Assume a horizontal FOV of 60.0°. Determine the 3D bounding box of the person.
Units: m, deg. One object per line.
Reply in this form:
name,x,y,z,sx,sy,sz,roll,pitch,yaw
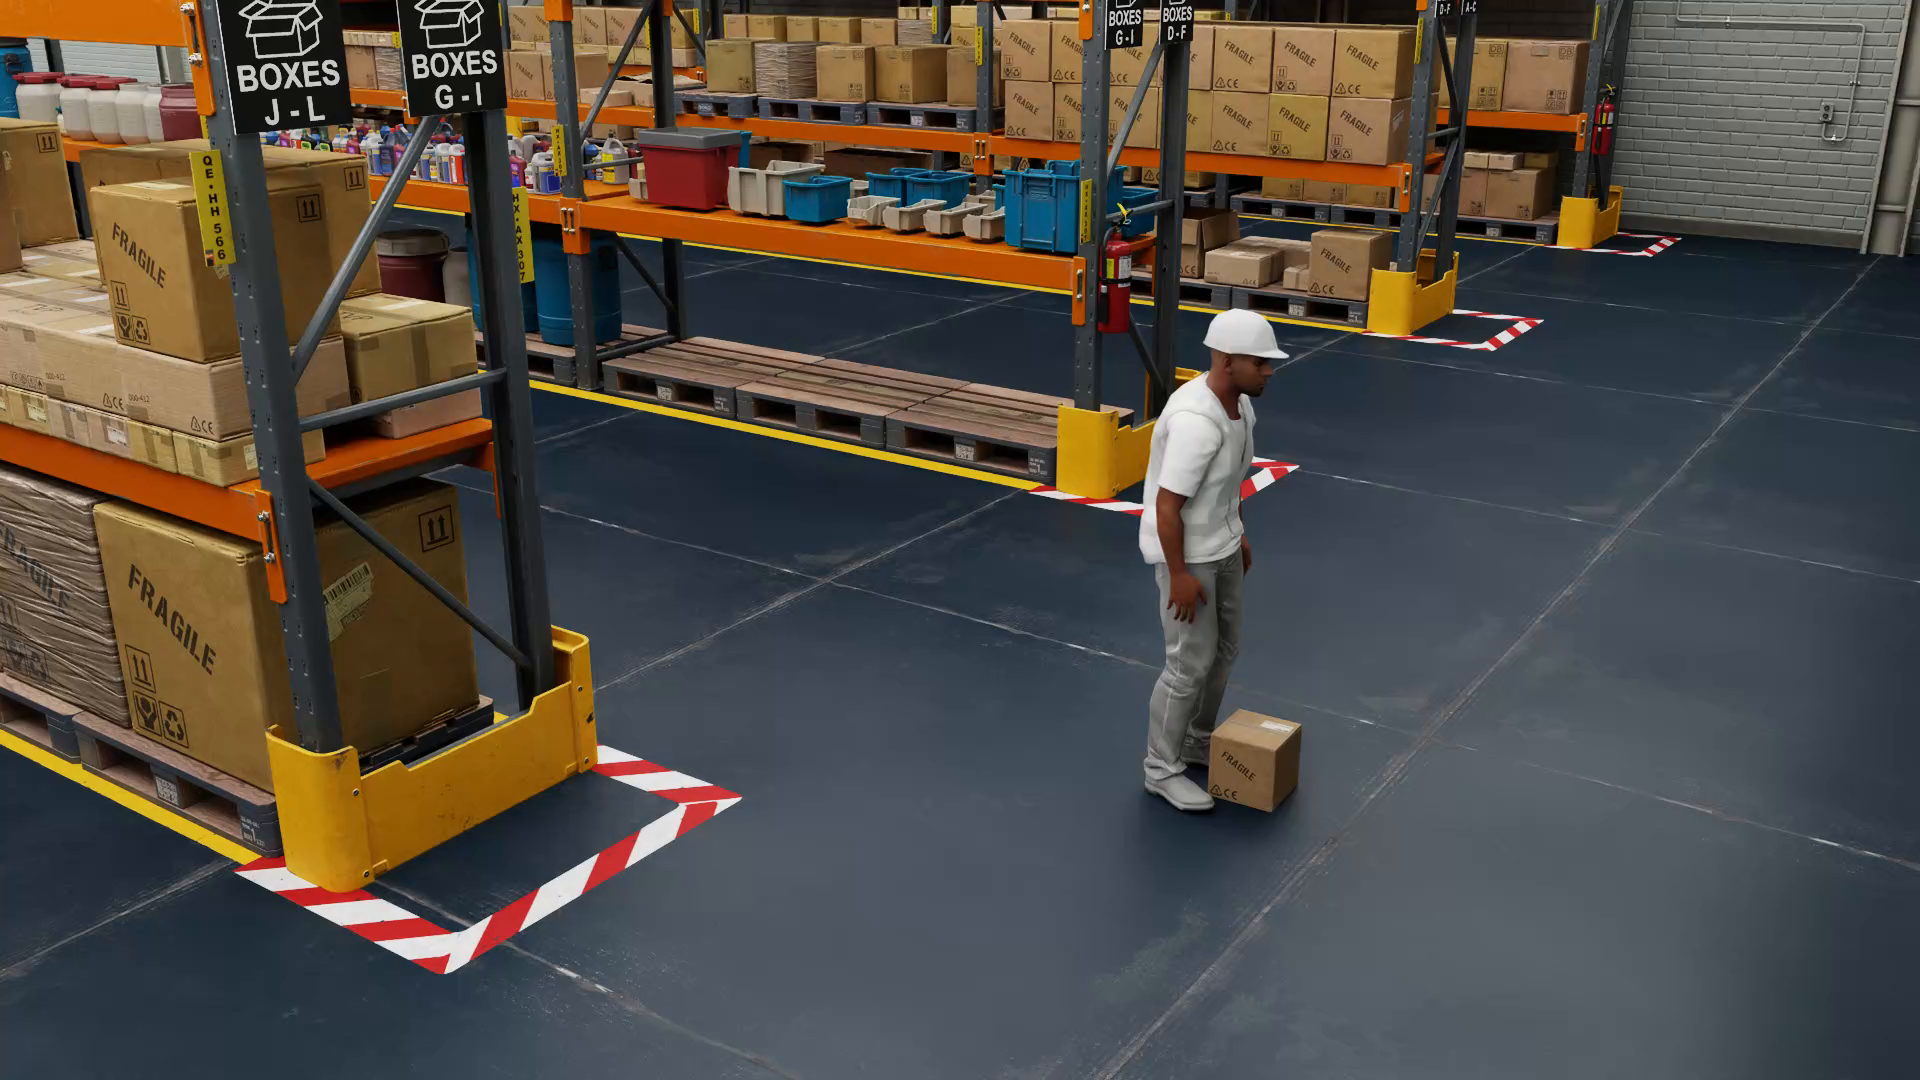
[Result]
person,0.885,0.048,5.912,0.461,1.759,0.634,11,23,29
